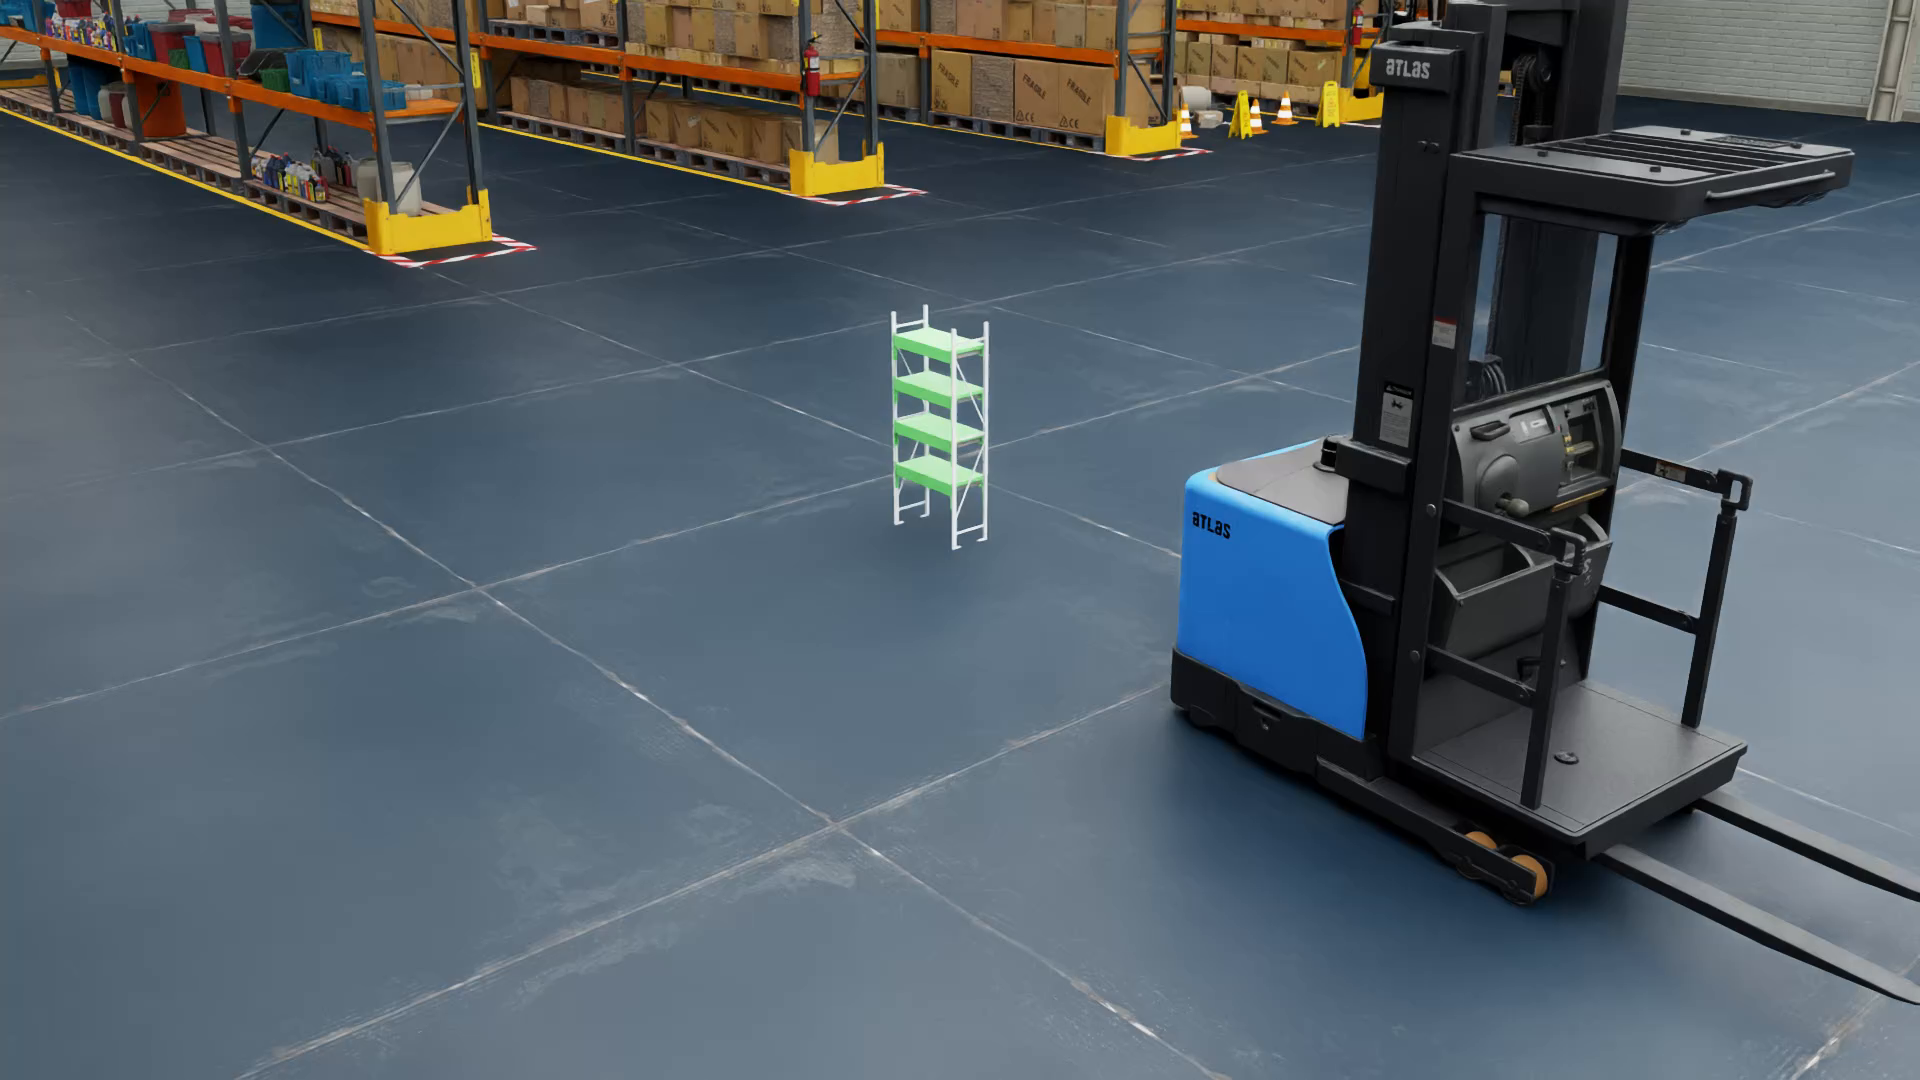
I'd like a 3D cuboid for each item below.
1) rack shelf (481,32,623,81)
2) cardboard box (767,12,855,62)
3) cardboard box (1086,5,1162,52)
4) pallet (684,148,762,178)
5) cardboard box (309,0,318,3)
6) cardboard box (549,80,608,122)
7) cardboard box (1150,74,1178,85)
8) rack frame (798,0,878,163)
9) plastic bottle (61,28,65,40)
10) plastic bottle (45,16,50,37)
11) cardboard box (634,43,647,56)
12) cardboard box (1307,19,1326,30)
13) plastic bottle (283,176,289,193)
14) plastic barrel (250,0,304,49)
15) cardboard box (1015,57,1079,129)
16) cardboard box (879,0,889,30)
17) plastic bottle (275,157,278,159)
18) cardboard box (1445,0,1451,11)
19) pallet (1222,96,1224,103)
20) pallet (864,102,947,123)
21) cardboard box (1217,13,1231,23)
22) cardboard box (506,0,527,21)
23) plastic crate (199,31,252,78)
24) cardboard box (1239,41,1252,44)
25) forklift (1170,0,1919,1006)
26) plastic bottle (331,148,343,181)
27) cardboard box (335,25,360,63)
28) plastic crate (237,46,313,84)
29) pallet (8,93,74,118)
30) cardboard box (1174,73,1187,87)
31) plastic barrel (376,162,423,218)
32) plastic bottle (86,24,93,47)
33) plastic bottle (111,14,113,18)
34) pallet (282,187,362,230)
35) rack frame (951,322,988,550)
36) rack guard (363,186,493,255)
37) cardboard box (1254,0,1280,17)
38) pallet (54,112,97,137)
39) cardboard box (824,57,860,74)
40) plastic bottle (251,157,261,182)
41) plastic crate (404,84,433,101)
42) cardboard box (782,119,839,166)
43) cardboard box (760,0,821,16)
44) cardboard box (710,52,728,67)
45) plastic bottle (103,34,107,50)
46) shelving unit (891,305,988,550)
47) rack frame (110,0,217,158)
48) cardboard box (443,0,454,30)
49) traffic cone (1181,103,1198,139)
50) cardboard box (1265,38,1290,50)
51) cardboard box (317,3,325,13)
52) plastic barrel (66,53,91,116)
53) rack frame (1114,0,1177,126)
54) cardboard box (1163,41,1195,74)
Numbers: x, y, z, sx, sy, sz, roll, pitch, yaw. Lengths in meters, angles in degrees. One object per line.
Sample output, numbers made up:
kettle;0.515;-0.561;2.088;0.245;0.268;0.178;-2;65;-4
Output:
rack shelf;-5.294;-6.803;23.227;1.077;0.370;4.000;-17;27;-37
cardboard box;-1.716;-5.824;19.196;0.875;0.500;0.500;-17;27;-37
cardboard box;2.169;-6.795;22.014;0.875;0.550;0.550;-17;27;-37
pallet;-2.723;-4.773;20.881;1.003;0.211;1.213;-17;27;-37
cardboard box;-11.044;-9.491;28.901;0.500;0.250;0.500;-19;28;-39
cardboard box;-5.400;-6.246;23.643;0.700;0.500;0.500;-15;26;-33
cardboard box;3.187;-7.162;26.581;0.500;0.500;0.500;0;21;-1
rack frame;-1.378;-5.481;18.864;1.000;3.000;0.127;-17;27;-37
plastic bottle;-12.529;-7.112;23.302;0.097;0.201;0.097;0;21;0
plastic bottle;-13.047;-7.360;23.821;0.061;0.283;0.133;-17;27;-37
cardboard box;-3.923;-6.266;21.212;0.380;0.149;0.250;-17;27;-37
cardboard box;5.474;-7.819;25.178;0.380;0.149;0.250;-18;28;-38
plastic bottle;-7.238;-3.851;17.936;0.097;0.201;0.097;0;21;0
plastic barrel;-7.764;-5.819;19.040;0.600;0.901;0.708;-17;27;-37
cardboard box;1.377;-6.254;23.175;0.875;0.875;0.875;-18;28;-38
cardboard box;-1.038;-8.005;25.172;0.500;0.500;0.500;-18;28;-38
plastic bottle;-7.553;-4.097;18.453;0.061;0.283;0.133;-17;27;-37
cardboard box;8.701;-9.429;28.809;0.500;0.500;0.500;-18;28;-38
pallet;3.984;-7.469;27.765;1.003;0.211;1.213;-17;27;-37
pallet;-0.726;-6.635;25.636;1.003;0.211;1.213;-17;27;-37
cardboard box;4.309;-8.309;26.429;0.380;0.149;0.250;-17;27;-37
cardboard box;-6.217;-7.793;24.055;0.500;0.500;0.500;18;28;39
plastic crate;-8.289;-5.497;18.819;0.402;0.464;0.583;-17;27;-37
cardboard box;4.775;-7.829;27.025;0.500;0.500;0.500;-16;26;-35
forklift;2.180;-0.306;5.746;1.130;2.935;3.031;-15;26;-34
plastic bottle;-6.977;-4.216;18.663;0.144;0.351;0.185;-19;28;-40
cardboard box;-10.169;-8.452;28.788;0.875;0.875;0.875;-17;27;-37
plastic crate;-7.496;-5.203;18.240;0.767;0.338;0.504;-17;27;-37
pallet;-14.273;-6.850;26.183;1.003;0.211;1.213;-17;27;-37
cardboard box;3.699;-7.633;27.553;0.500;0.250;0.500;-19;28;-40
plastic barrel;-5.618;-3.502;16.648;0.421;0.512;0.421;0;21;0
plastic bottle;-11.685;-6.783;22.350;0.061;0.283;0.133;-17;27;-37
plastic bottle;-12.115;-7.418;23.878;0.144;0.351;0.185;-17;27;-37
pallet;-6.534;-3.575;17.823;1.003;0.211;1.213;-17;27;-37
rack frame;0.051;-0.537;8.710;0.240;1.200;0.015;-17;27;-37
rack guard;-5.215;-3.147;16.334;1.175;0.500;0.348;-17;27;-37
cardboard box;4.919;-8.388;25.741;0.500;0.500;0.500;-18;27;-38
pallet;-12.491;-6.095;24.257;1.003;0.211;1.213;-17;27;-37
cardboard box;-1.383;-5.499;19.255;0.380;0.149;0.250;-17;27;-37
plastic bottle;-7.865;-4.149;18.601;0.097;0.271;0.097;0;21;0
plastic crate;-5.471;-4.503;16.728;0.298;0.136;0.250;-17;27;-37
cardboard box;-1.773;-4.689;19.694;0.500;0.500;0.500;-12;24;-28
cardboard box;-1.924;-6.224;18.847;0.500;0.500;0.500;-17;27;-37
cardboard box;-2.779;-5.783;19.979;0.380;0.149;0.250;-17;27;-37
plastic bottle;-11.215;-6.556;21.883;0.097;0.201;0.097;0;21;0
shelving unit;-0.108;-0.604;8.882;0.258;1.200;0.503;-17;27;-37
rack frame;-10.352;-6.512;21.496;1.000;3.000;0.127;-17;27;-37
cardboard box;-7.431;-7.954;25.041;0.500;0.500;0.500;-18;28;-38
traffic cone;3.175;-5.937;23.507;0.336;0.463;0.334;-17;27;-37
cardboard box;4.957;-7.721;25.861;0.380;0.149;0.250;-17;27;-37
cardboard box;-10.835;-9.183;28.661;0.380;0.149;0.250;-18;28;-39
plastic barrel;-12.621;-6.681;24.230;0.600;0.901;0.708;-17;27;-37
rack frame;2.446;-6.633;21.807;1.000;3.000;0.127;-17;27;-37
cardboard box;3.699;-7.982;27.416;0.500;0.500;0.500;-16;26;-35
